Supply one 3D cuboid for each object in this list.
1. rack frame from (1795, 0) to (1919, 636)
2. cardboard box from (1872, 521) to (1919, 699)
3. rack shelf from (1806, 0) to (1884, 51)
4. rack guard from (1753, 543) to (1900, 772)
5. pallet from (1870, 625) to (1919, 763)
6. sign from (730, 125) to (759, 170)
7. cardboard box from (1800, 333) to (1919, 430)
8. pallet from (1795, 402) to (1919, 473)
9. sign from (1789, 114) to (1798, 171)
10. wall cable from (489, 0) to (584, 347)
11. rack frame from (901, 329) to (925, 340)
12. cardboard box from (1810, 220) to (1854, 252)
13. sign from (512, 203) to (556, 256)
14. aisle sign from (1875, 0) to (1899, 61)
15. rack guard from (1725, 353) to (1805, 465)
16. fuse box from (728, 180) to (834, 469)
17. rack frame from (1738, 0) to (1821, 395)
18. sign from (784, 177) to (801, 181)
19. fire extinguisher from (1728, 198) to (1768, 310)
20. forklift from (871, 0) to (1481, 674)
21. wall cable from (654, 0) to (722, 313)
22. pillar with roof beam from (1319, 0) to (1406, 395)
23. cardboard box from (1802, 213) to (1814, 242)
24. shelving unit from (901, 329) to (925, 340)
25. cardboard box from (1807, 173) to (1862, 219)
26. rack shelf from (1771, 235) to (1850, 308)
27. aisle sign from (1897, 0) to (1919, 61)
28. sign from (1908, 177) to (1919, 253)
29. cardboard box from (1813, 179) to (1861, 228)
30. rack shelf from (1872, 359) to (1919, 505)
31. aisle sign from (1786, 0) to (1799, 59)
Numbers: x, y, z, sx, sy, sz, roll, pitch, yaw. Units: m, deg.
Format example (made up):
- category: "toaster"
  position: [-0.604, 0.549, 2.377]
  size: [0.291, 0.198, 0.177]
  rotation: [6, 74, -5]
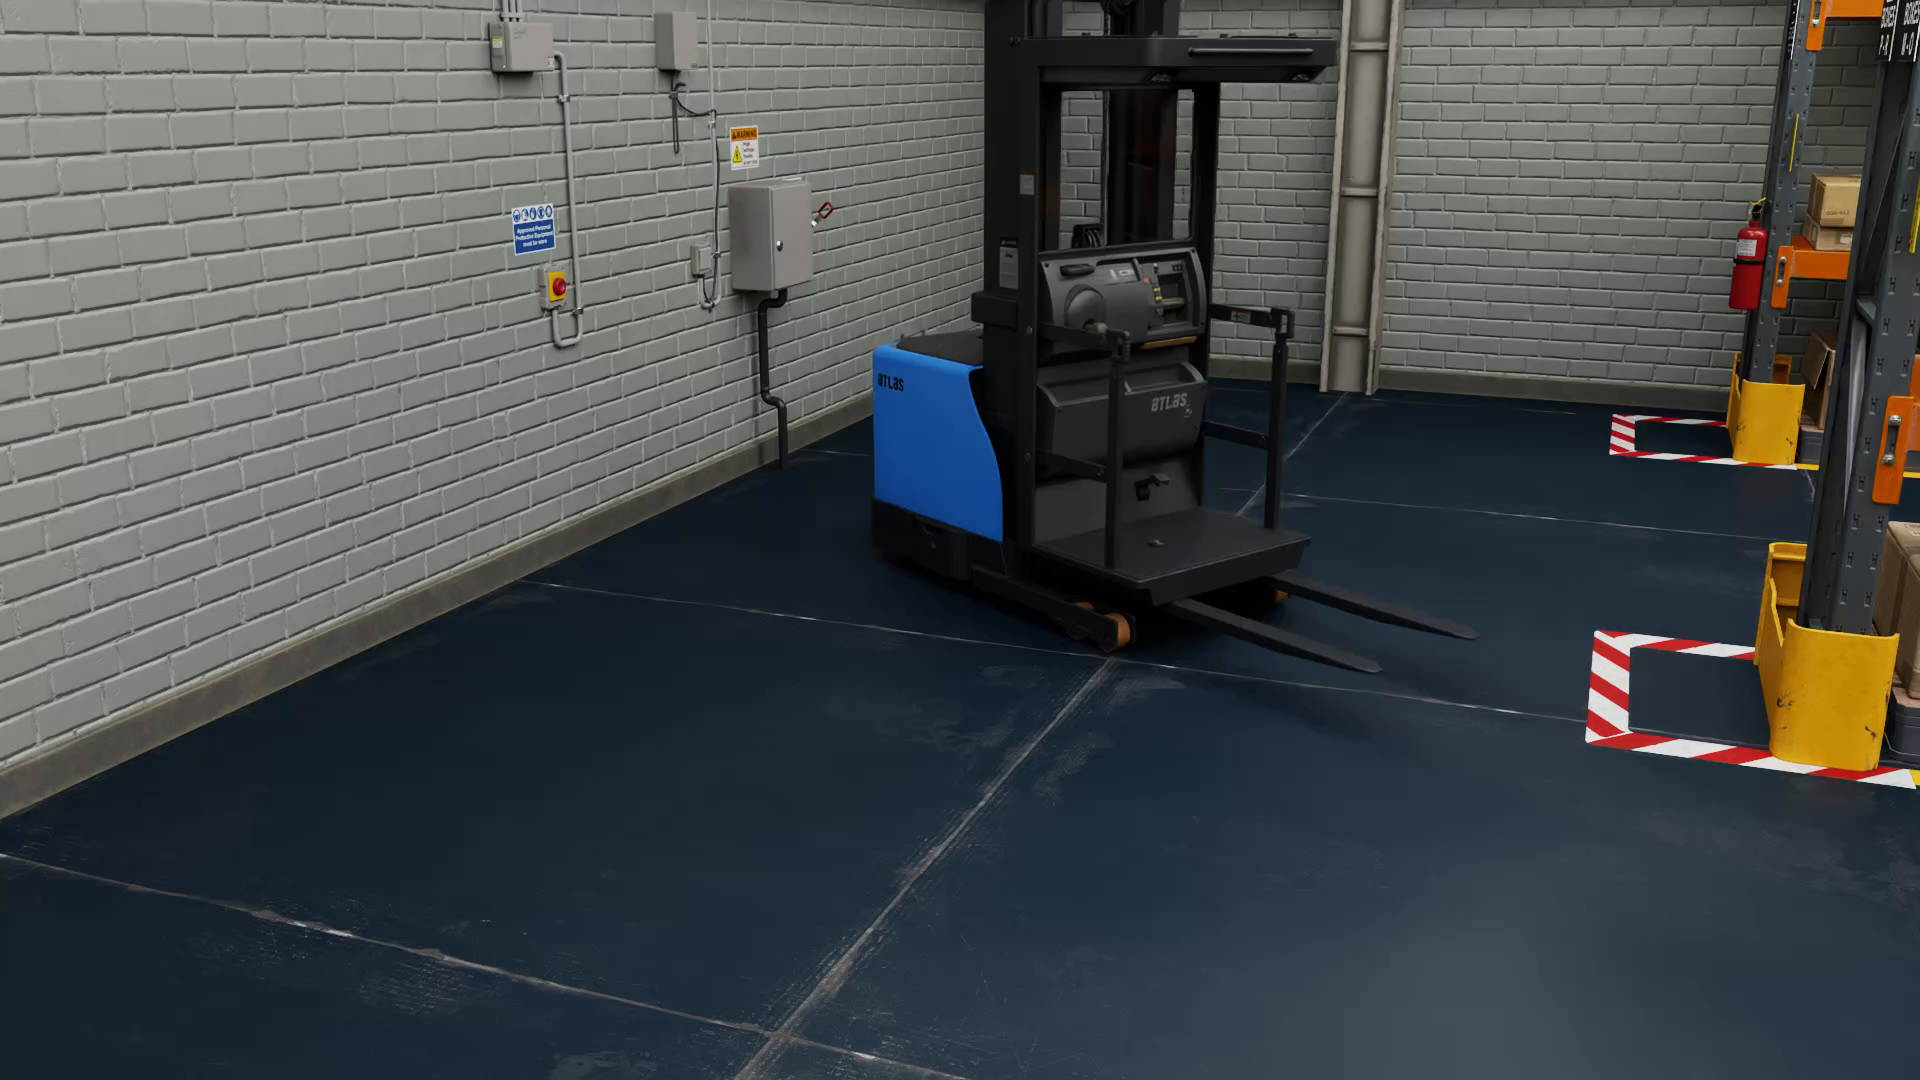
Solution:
- category: "rack frame"
  position: [3.305, -0.784, 5.993]
  size: [0.127, 3.000, 1.000]
  rotation: [6, 17, 21]
- category: "cardboard box"
  position: [3.956, 0.287, 6.149]
  size: [0.875, 0.438, 0.875]
  rotation: [6, 17, 19]
- category: "rack shelf"
  position: [6.983, -2.962, 9.406]
  size: [4.000, 0.370, 1.077]
  rotation: [6, 17, 21]
- category: "rack guard"
  position: [3.283, 0.414, 6.350]
  size: [0.348, 0.500, 1.175]
  rotation: [6, 17, 21]
- category: "pallet"
  position: [4.078, 0.617, 6.170]
  size: [1.213, 0.211, 1.003]
  rotation: [6, 17, 21]
- category: "sign"
  position: [-1.255, -2.288, 9.693]
  size: [0.001, 0.242, 0.339]
  rotation: [6, 17, 21]
- category: "cardboard box"
  position: [5.657, -0.987, 10.418]
  size: [0.637, 0.503, 0.797]
  rotation: [6, 17, 18]
- category: "pallet"
  position: [5.936, -0.643, 10.511]
  size: [1.213, 0.211, 1.003]
  rotation: [6, 17, 21]
- category: "sign"
  position: [4.924, -2.347, 9.824]
  size: [0.005, 0.325, 0.100]
  rotation: [6, 17, 21]
- category: "wall cable"
  position: [-1.949, -1.858, 7.813]
  size: [0.123, 1.953, 0.585]
  rotation: [6, 17, 21]
- category: "rack frame"
  position: [-0.243, -0.578, 8.781]
  size: [0.008, 1.050, 0.200]
  rotation: [11, 19, 33]
- category: "cardboard box"
  position: [5.328, -1.846, 10.103]
  size: [0.250, 0.149, 0.380]
  rotation: [6, 17, 20]
- category: "sign"
  position: [-2.024, -1.478, 7.900]
  size: [0.001, 0.218, 0.327]
  rotation: [6, 17, 21]
- category: "aisle sign"
  position: [3.352, -2.120, 5.933]
  size: [0.004, 0.787, 0.394]
  rotation: [6, 17, 21]
- category: "rack guard"
  position: [5.194, -0.863, 10.751]
  size: [0.348, 0.500, 1.175]
  rotation: [6, 17, 21]
- category: "fuse box"
  position: [-1.042, -1.266, 9.964]
  size: [0.414, 1.711, 0.539]
  rotation: [6, 17, 21]
- category: "rack frame"
  position: [5.123, -2.072, 10.429]
  size: [0.127, 3.000, 1.000]
  rotation: [6, 17, 21]
- category: "sign"
  position: [-1.054, -1.988, 10.312]
  size: [0.001, 0.494, 0.329]
  rotation: [6, 17, 21]
- category: "fire extinguisher"
  position: [4.816, -1.750, 10.131]
  size: [0.183, 0.674, 0.296]
  rotation: [6, 17, 21]
- category: "forklift"
  position: [0.862, -1.089, 7.168]
  size: [1.130, 2.935, 3.031]
  rotation: [-12, 20, -36]
- category: "wall cable"
  position: [-1.439, -2.211, 9.089]
  size: [0.122, 1.984, 0.588]
  rotation: [6, 17, 21]
- category: "pillar with roof beam"
  position: [1.366, -4.346, 7.502]
  size: [0.400, 9.000, 9.100]
  rotation: [6, 17, 21]
- category: "cardboard box"
  position: [5.530, -1.987, 10.587]
  size: [0.250, 0.149, 0.380]
  rotation: [6, 17, 20]
- category: "shelving unit"
  position: [-0.142, -0.559, 8.715]
  size: [0.252, 1.050, 0.215]
  rotation: [11, 19, 33]
- category: "cardboard box"
  position: [5.648, -2.164, 10.483]
  size: [0.500, 0.250, 0.500]
  rotation: [7, 18, 22]
- category: "rack shelf"
  position: [6.983, -1.521, 9.825]
  size: [4.000, 0.370, 1.077]
  rotation: [6, 17, 21]
- category: "aisle sign"
  position: [3.132, -1.964, 5.397]
  size: [0.004, 0.787, 0.394]
  rotation: [6, 17, 21]
- category: "sign"
  position: [3.096, -1.094, 5.368]
  size: [0.005, 0.325, 0.100]
  rotation: [6, 17, 21]
- category: "cardboard box"
  position: [5.446, -2.026, 10.008]
  size: [0.500, 0.250, 0.500]
  rotation: [6, 17, 21]
- category: "rack shelf"
  position: [5.166, -0.234, 5.389]
  size: [4.000, 0.370, 1.077]
  rotation: [6, 17, 21]
- category: "aisle sign"
  position: [4.952, -3.251, 9.828]
  size: [0.004, 0.787, 0.394]
  rotation: [6, 17, 21]
